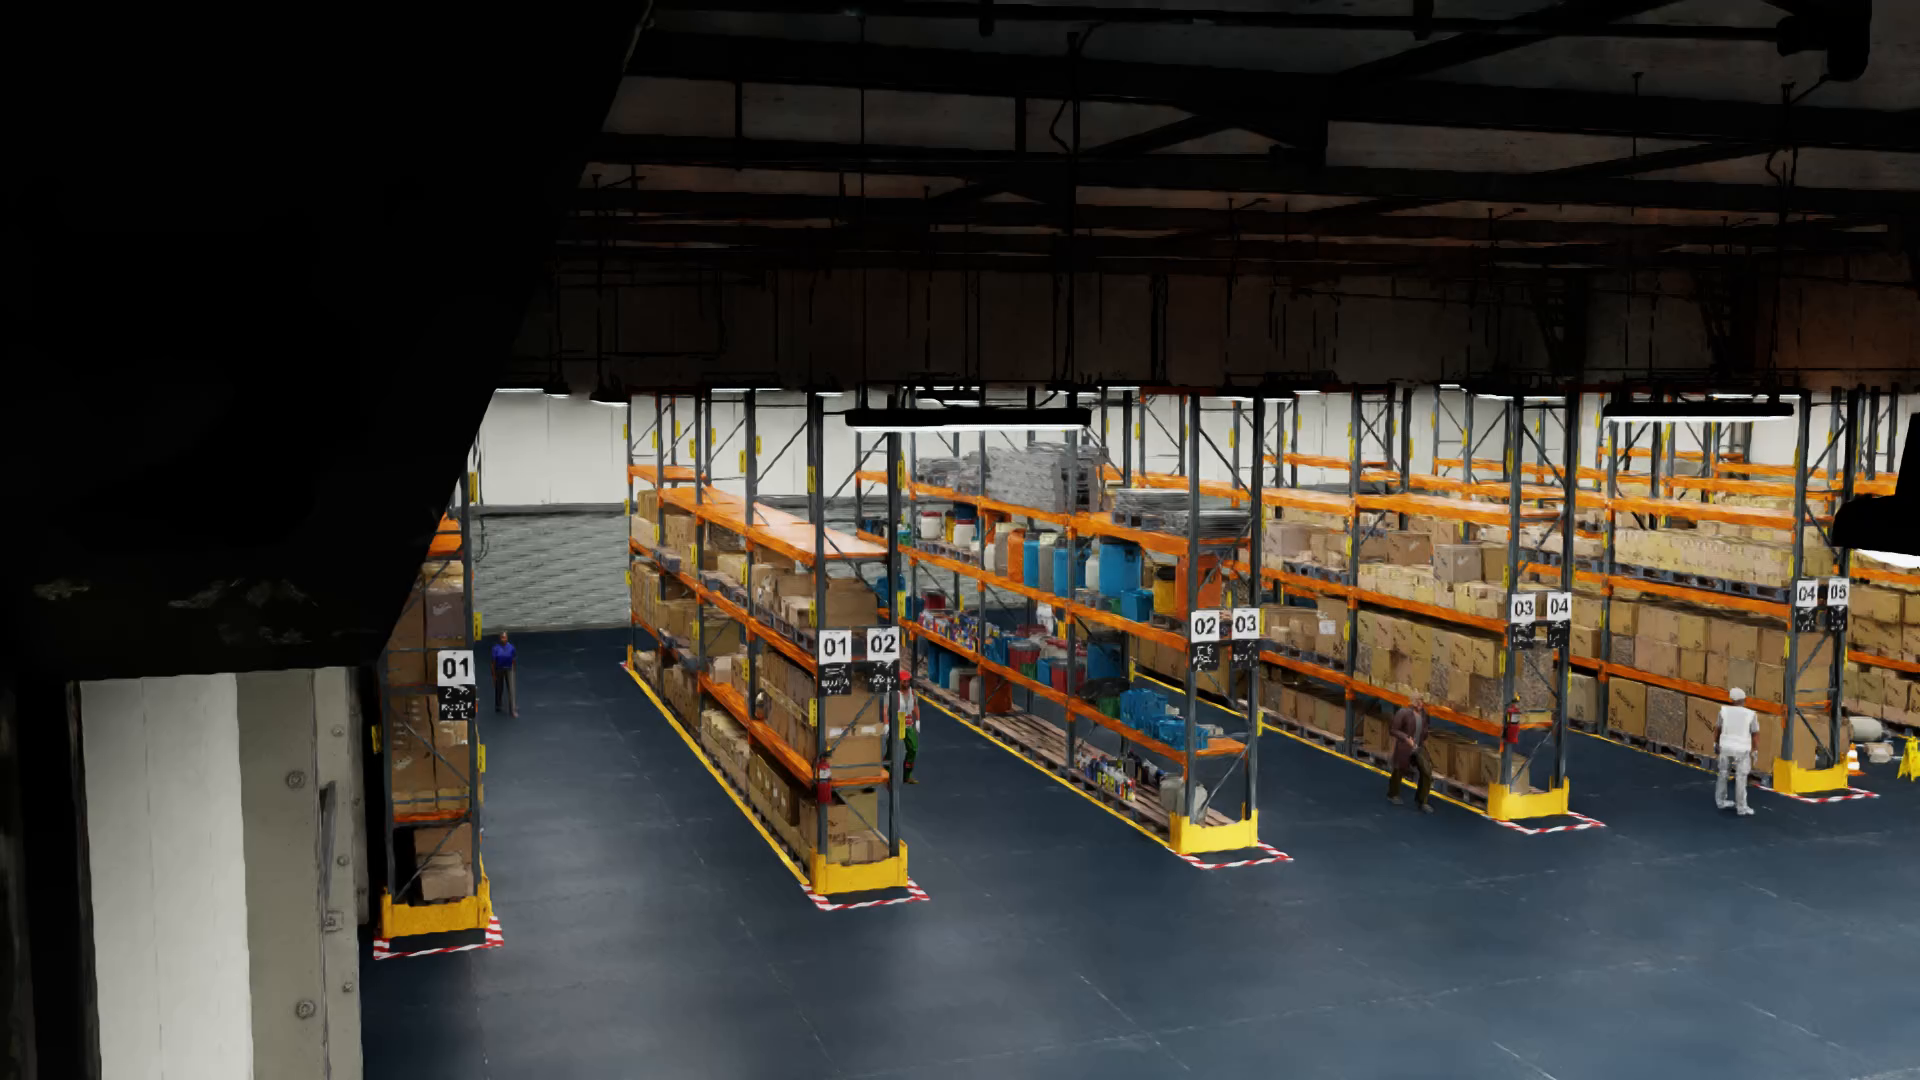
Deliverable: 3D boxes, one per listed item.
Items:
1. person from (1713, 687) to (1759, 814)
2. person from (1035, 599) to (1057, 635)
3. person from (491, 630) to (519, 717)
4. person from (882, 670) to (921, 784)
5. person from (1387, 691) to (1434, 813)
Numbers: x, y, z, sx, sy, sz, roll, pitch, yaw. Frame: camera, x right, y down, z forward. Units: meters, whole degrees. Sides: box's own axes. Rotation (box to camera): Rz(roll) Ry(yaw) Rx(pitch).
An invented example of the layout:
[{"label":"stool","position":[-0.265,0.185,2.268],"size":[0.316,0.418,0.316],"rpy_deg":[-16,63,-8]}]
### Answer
[{"label":"person","position":[11.075,2.979,23.723],"size":[0.620,1.786,0.456],"rpy_deg":[5,8,40]},{"label":"person","position":[1.901,1.670,36.374],"size":[0.605,1.789,0.448],"rpy_deg":[5,8,41]},{"label":"person","position":[-8.309,2.413,30.272],"size":[0.451,1.558,1.088],"rpy_deg":[-2,6,-21]},{"label":"person","position":[-0.927,2.832,25.499],"size":[0.686,1.754,0.685],"rpy_deg":[-3,7,-27]},{"label":"person","position":[6.499,3.006,23.943],"size":[0.736,1.717,0.903],"rpy_deg":[-1,6,-14]}]
